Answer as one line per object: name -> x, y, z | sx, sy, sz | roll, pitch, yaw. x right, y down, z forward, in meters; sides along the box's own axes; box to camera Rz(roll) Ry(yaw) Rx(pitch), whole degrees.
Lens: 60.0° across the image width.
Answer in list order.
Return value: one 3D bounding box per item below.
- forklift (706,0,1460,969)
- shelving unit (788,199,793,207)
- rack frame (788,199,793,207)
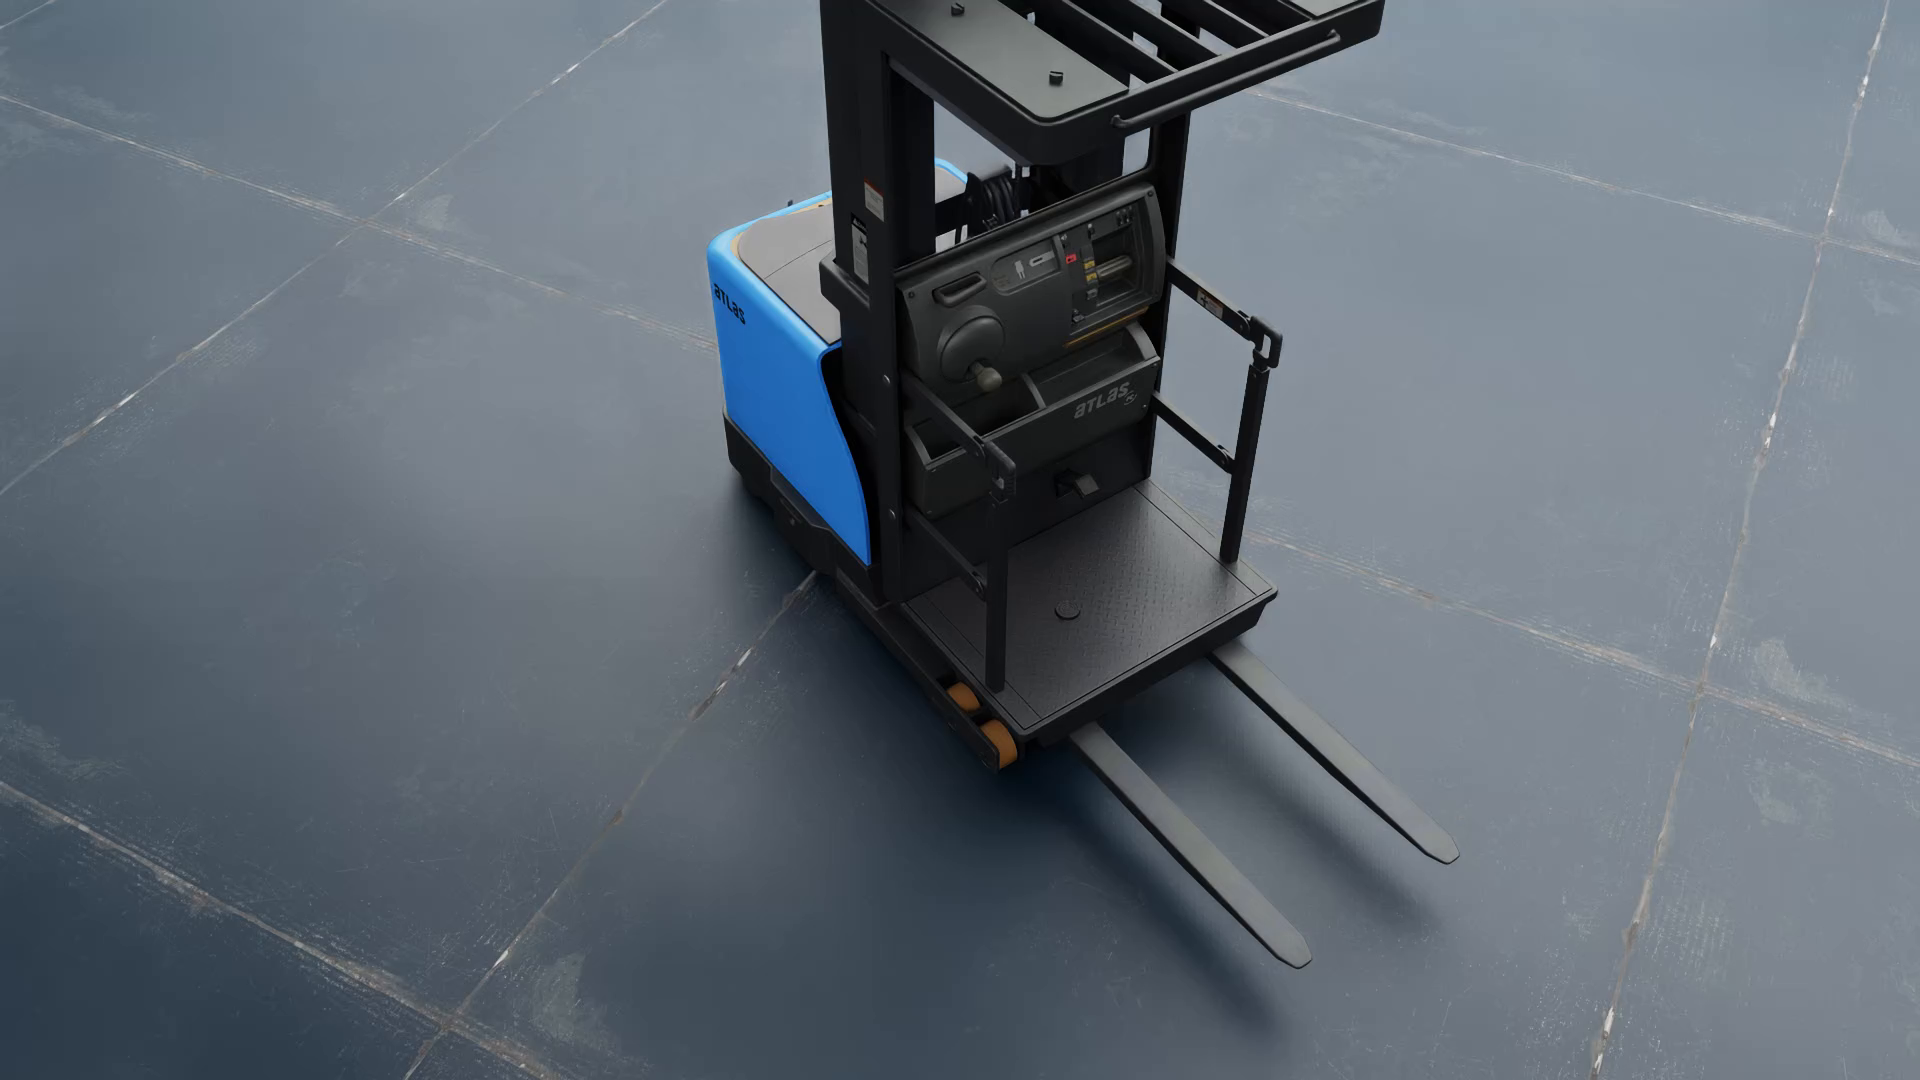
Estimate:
forklift -> 0.360, -0.668, 4.849 | 1.130, 2.935, 3.031 | -27, 51, -24
shelving unit -> -0.488, -0.960, 6.566 | 0.258, 0.900, 0.210 | -34, 54, -29
rack frame -> -0.558, -1.012, 6.618 | 0.240, 0.900, 0.006 | -34, 54, -29
